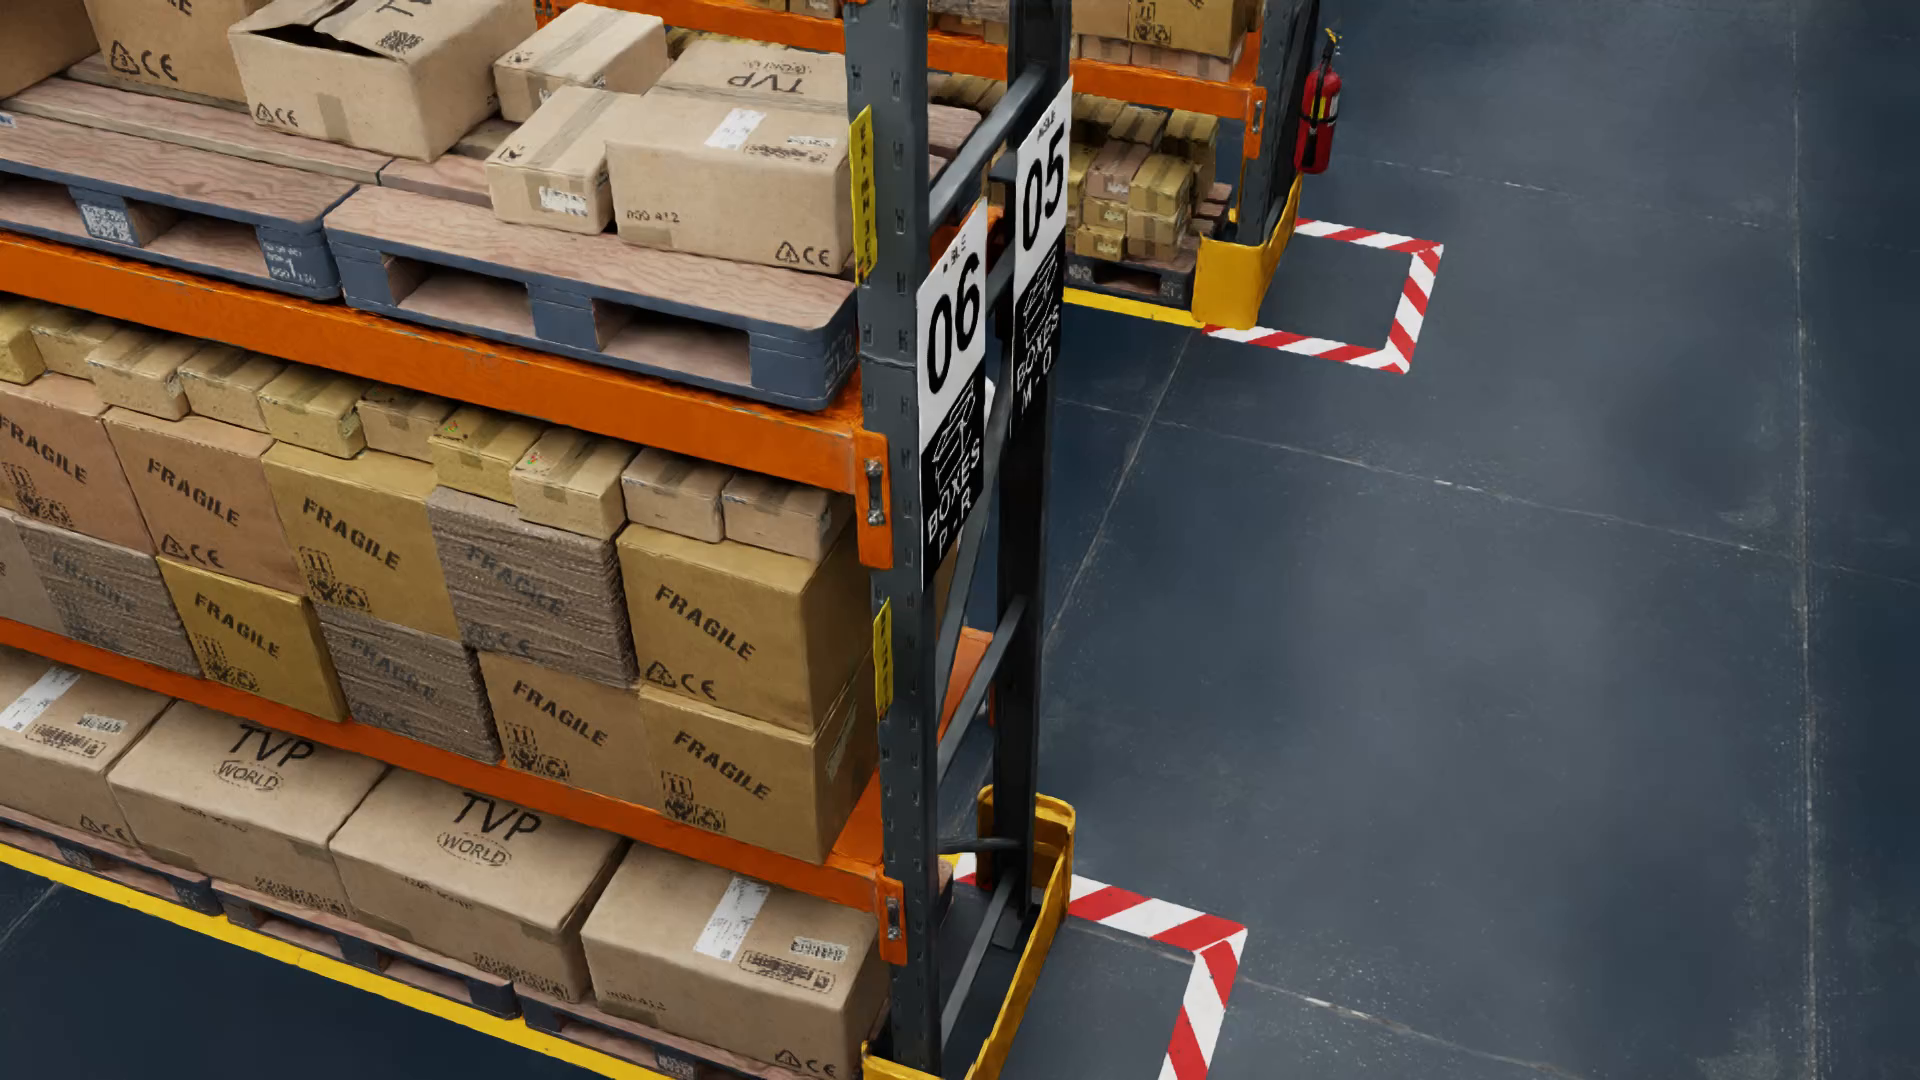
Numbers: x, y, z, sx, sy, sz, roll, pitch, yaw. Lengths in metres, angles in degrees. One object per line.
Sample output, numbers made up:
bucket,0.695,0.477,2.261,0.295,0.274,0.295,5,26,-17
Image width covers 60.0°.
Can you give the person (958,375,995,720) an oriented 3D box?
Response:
person,-0.080,-0.018,6.228,0.418,1.841,0.571,9,42,11
